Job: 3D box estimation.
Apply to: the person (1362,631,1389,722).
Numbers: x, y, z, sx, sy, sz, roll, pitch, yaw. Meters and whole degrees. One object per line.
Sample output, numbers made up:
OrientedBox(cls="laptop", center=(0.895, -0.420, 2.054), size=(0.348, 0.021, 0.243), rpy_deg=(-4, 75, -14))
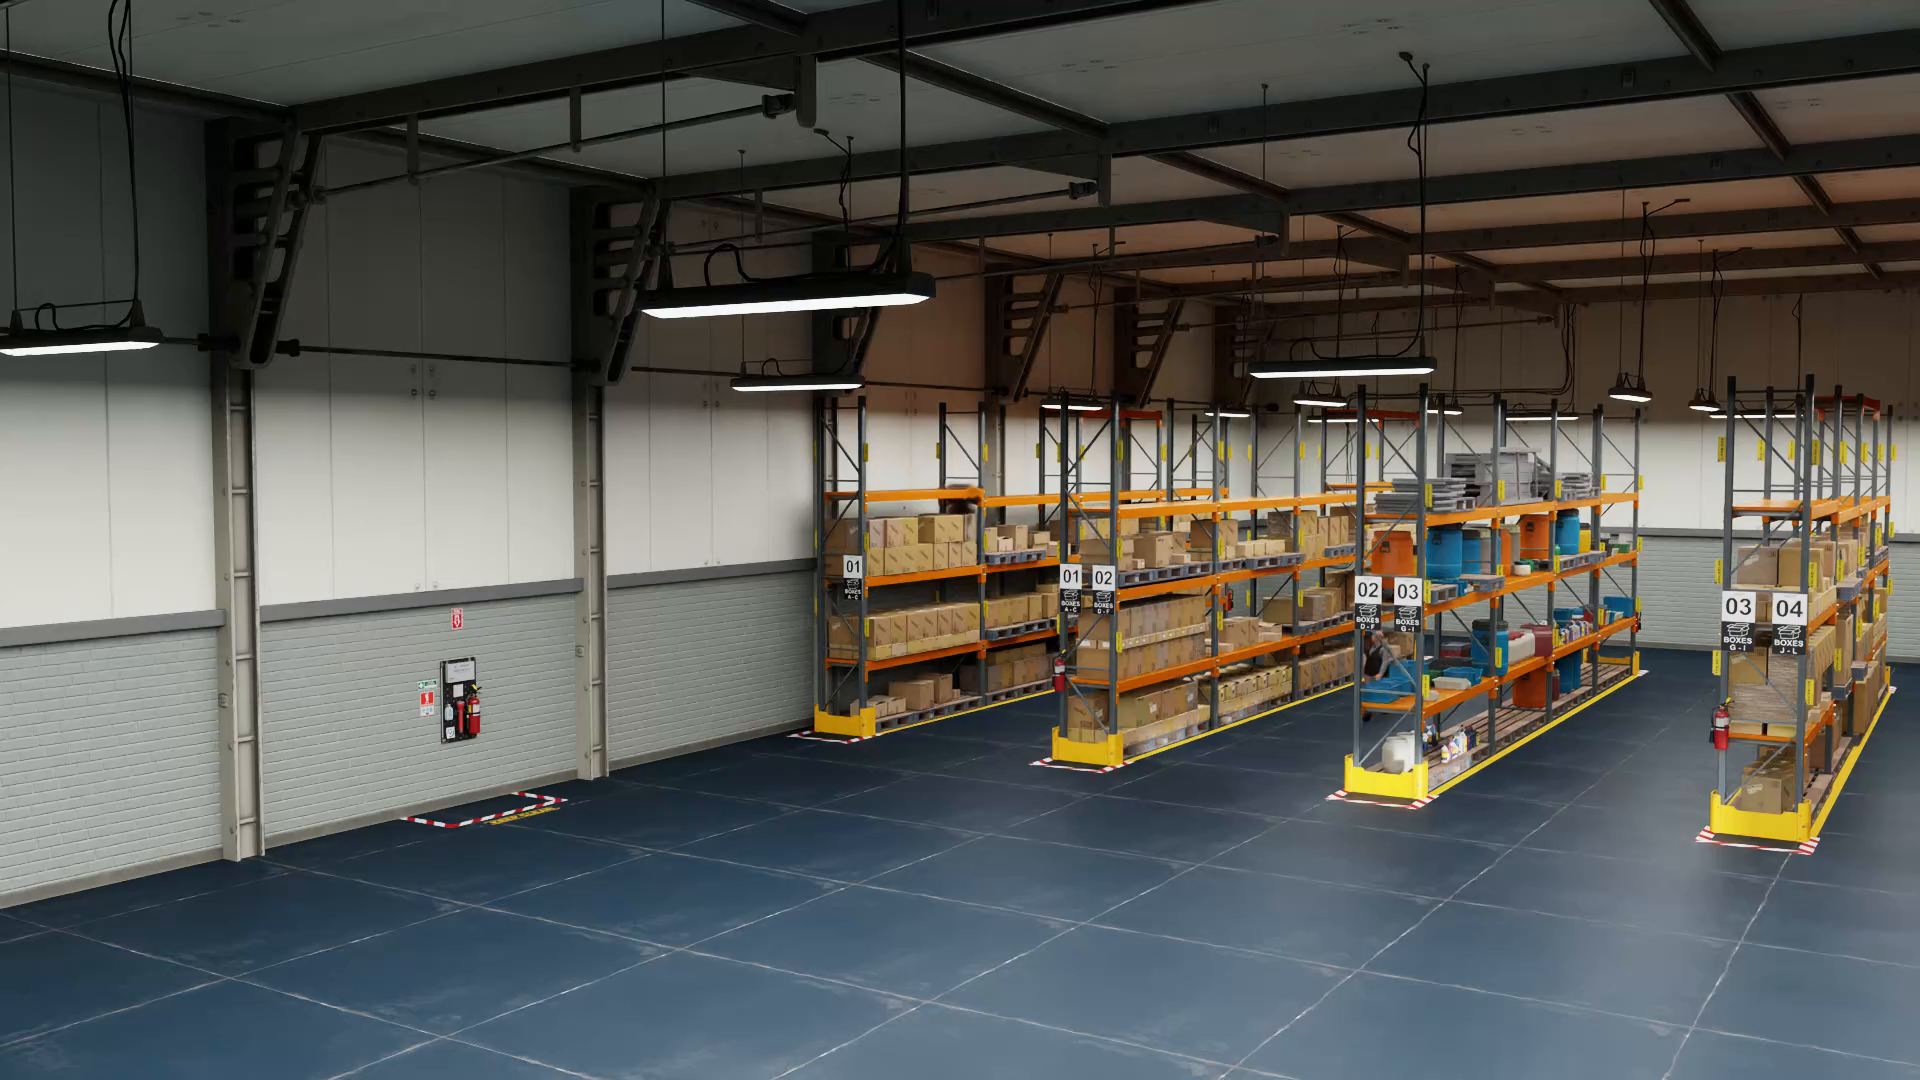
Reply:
OrientedBox(cls="person", center=(7.801, 2.538, 31.118), size=(0.481, 1.679, 1.066), rpy_deg=(2, 3, 28))
